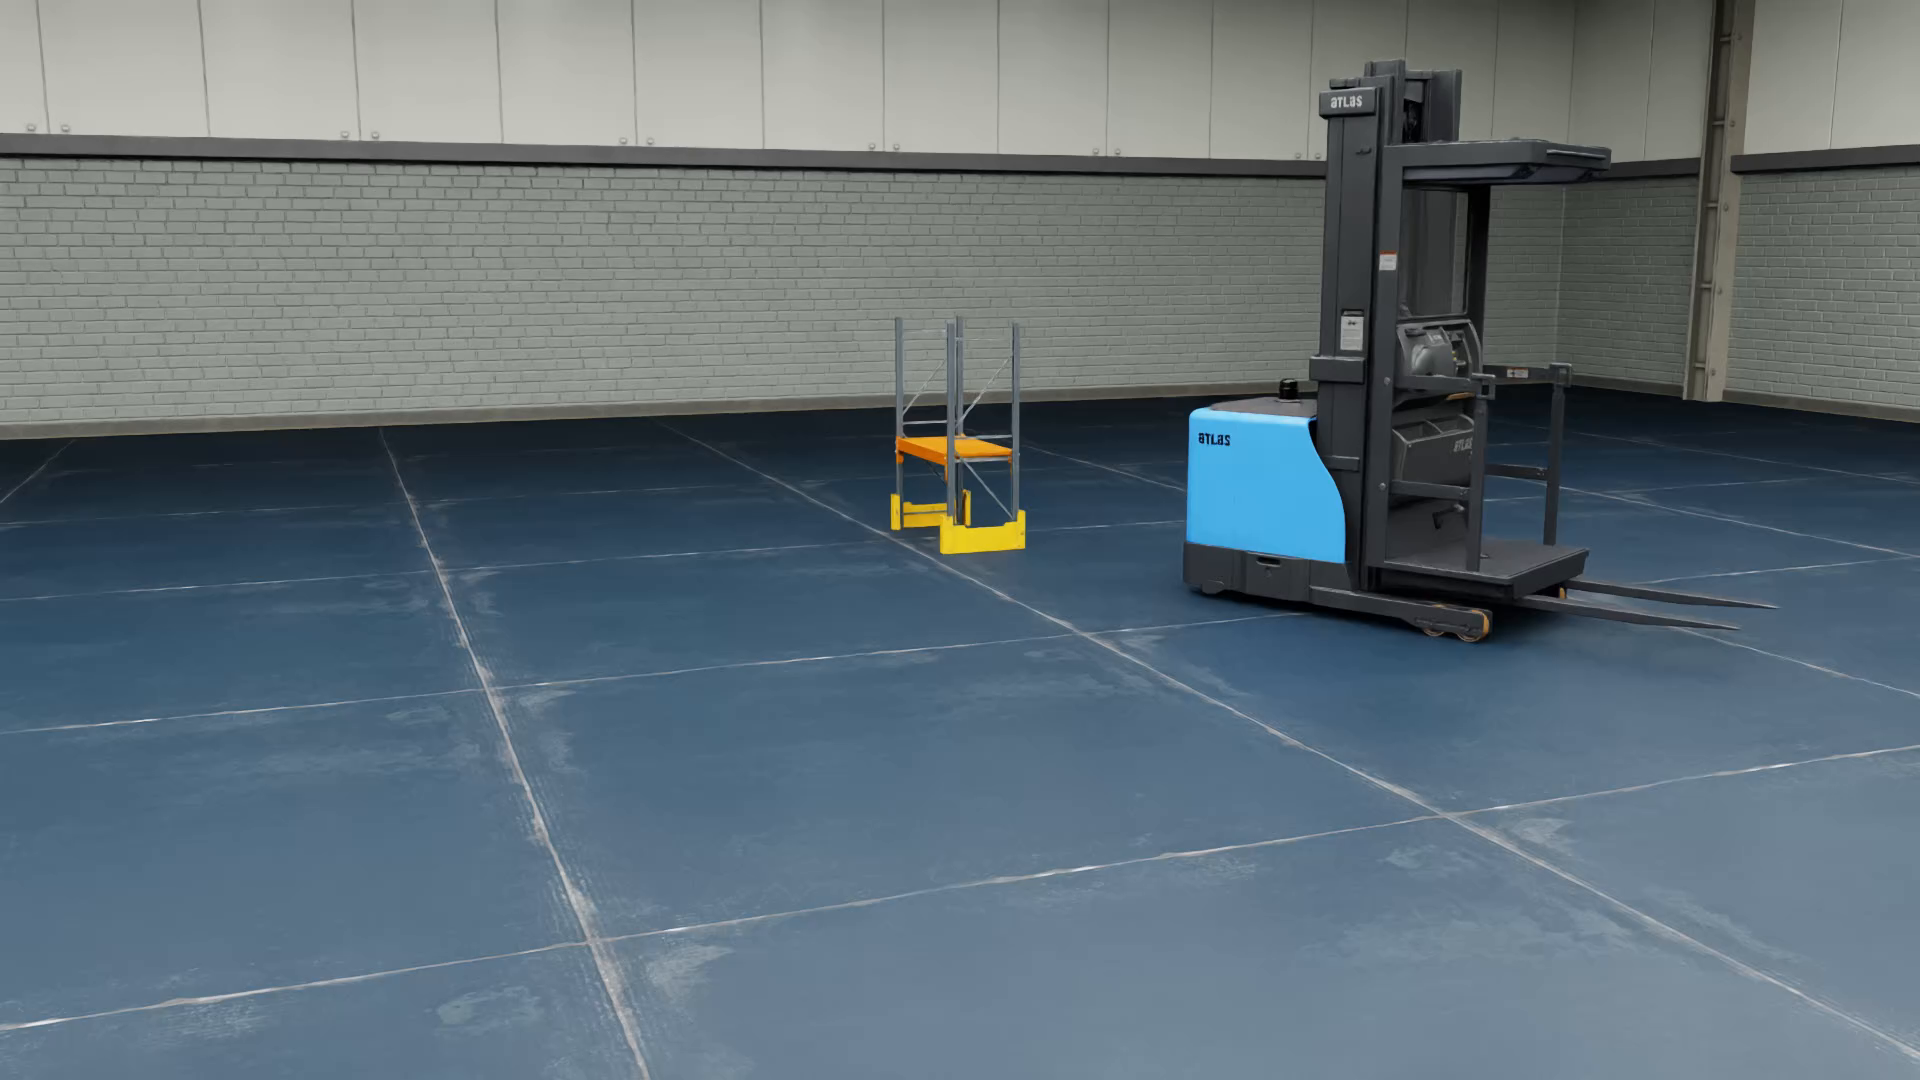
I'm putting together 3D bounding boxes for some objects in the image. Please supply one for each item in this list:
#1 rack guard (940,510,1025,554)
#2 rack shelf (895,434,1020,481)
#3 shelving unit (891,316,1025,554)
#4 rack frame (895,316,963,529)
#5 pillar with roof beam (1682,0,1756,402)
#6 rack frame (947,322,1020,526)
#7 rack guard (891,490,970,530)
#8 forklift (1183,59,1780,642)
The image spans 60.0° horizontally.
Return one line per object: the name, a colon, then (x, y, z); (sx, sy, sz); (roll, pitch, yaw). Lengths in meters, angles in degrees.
rack guard: (0.153, -0.054, 11.011); (0.587, 0.250, 0.087); (-4, 11, -21)
rack shelf: (-0.031, -0.575, 11.399); (0.538, 0.185, 1.000); (-4, 11, -21)
shelving unit: (-0.028, -0.751, 11.359); (0.587, 1.500, 1.083); (-4, 11, -21)
rack frame: (-0.215, -0.835, 11.834); (0.500, 1.500, 0.032); (-4, 11, -21)
pillar with roof beam: (5.649, -5.973, 19.302); (9.100, 9.000, 0.400); (-4, 11, -21)
rack frame: (0.153, -0.669, 10.901); (0.500, 1.500, 0.032); (-4, 11, -21)
rack guard: (-0.208, -0.217, 11.925); (0.587, 0.250, 0.087); (-4, 11, -21)
forklift: (2.737, -1.025, 8.815); (3.031, 2.935, 1.130); (9, 13, 40)
